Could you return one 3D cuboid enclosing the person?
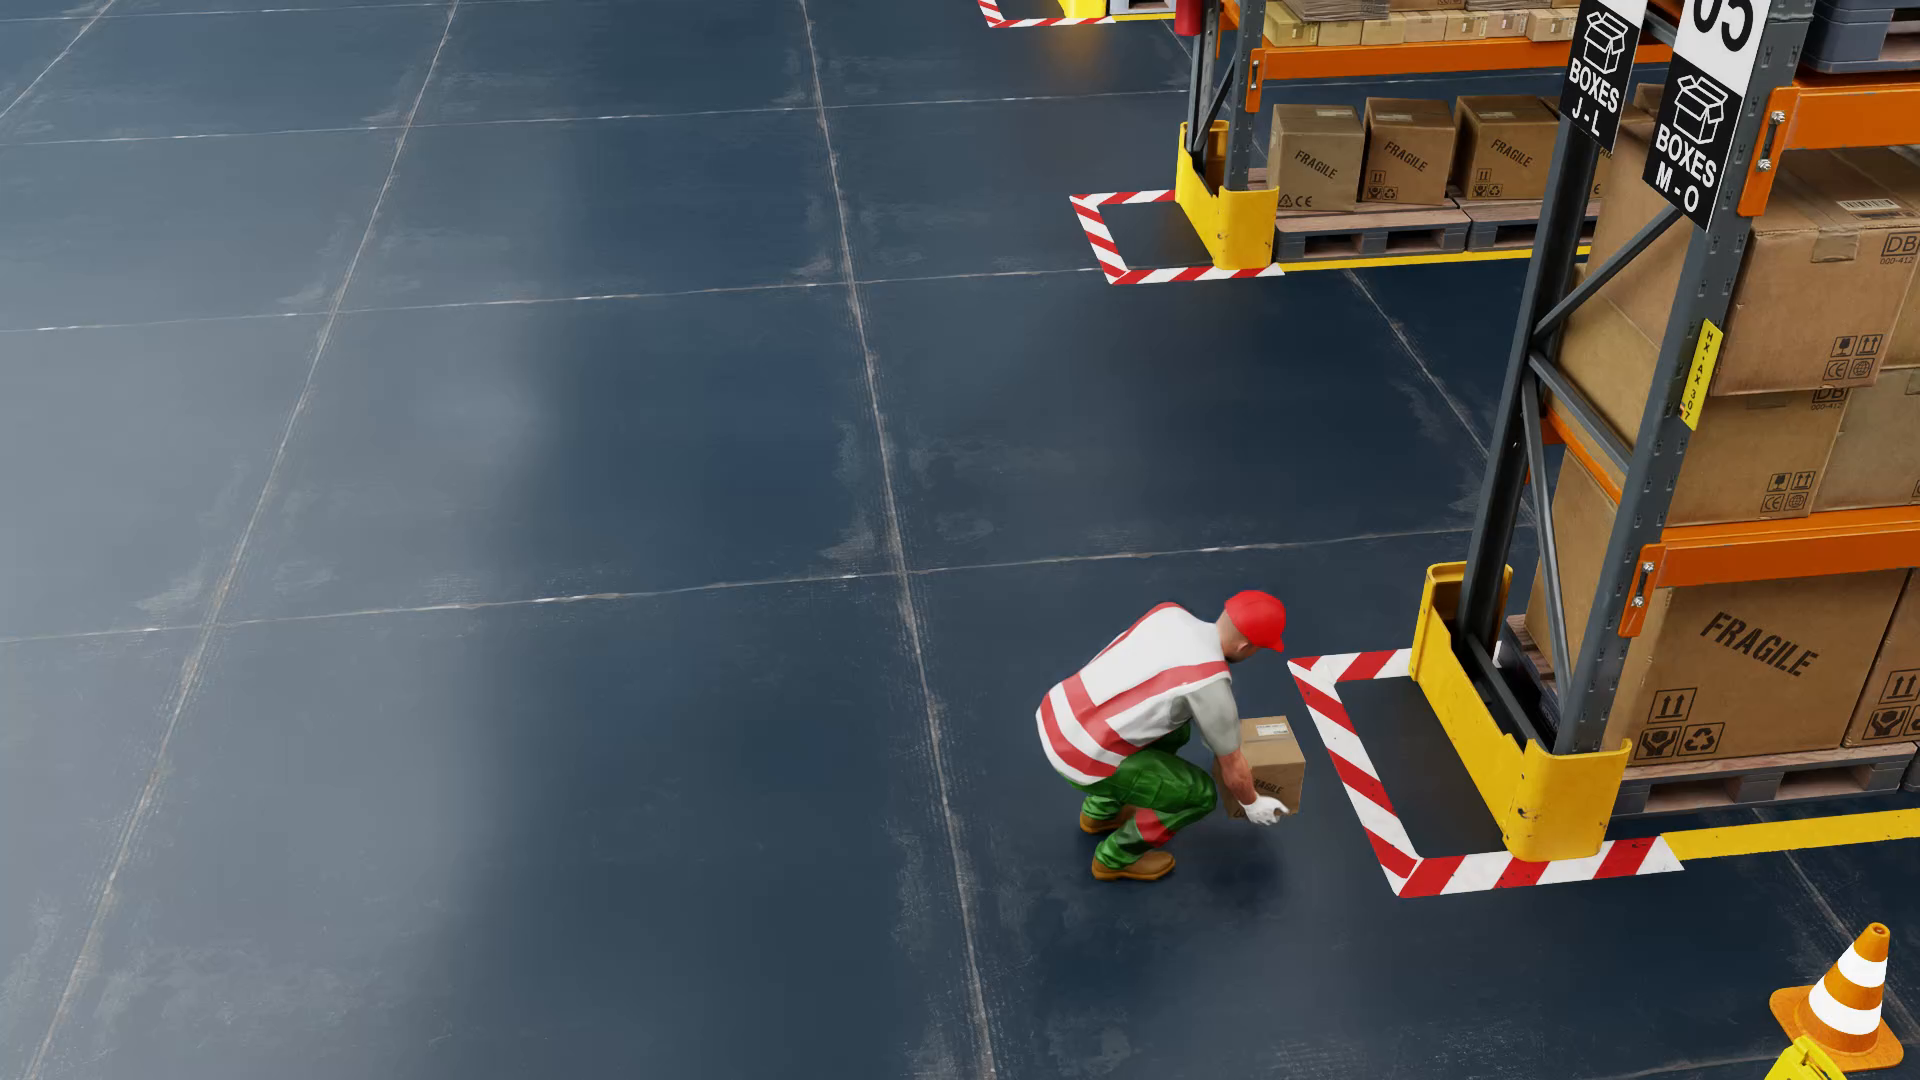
[{"bbox_3d":[0.697,0.656,5.819,0.868,1.056,0.575,-4,35,-6],"label":"person"}]
